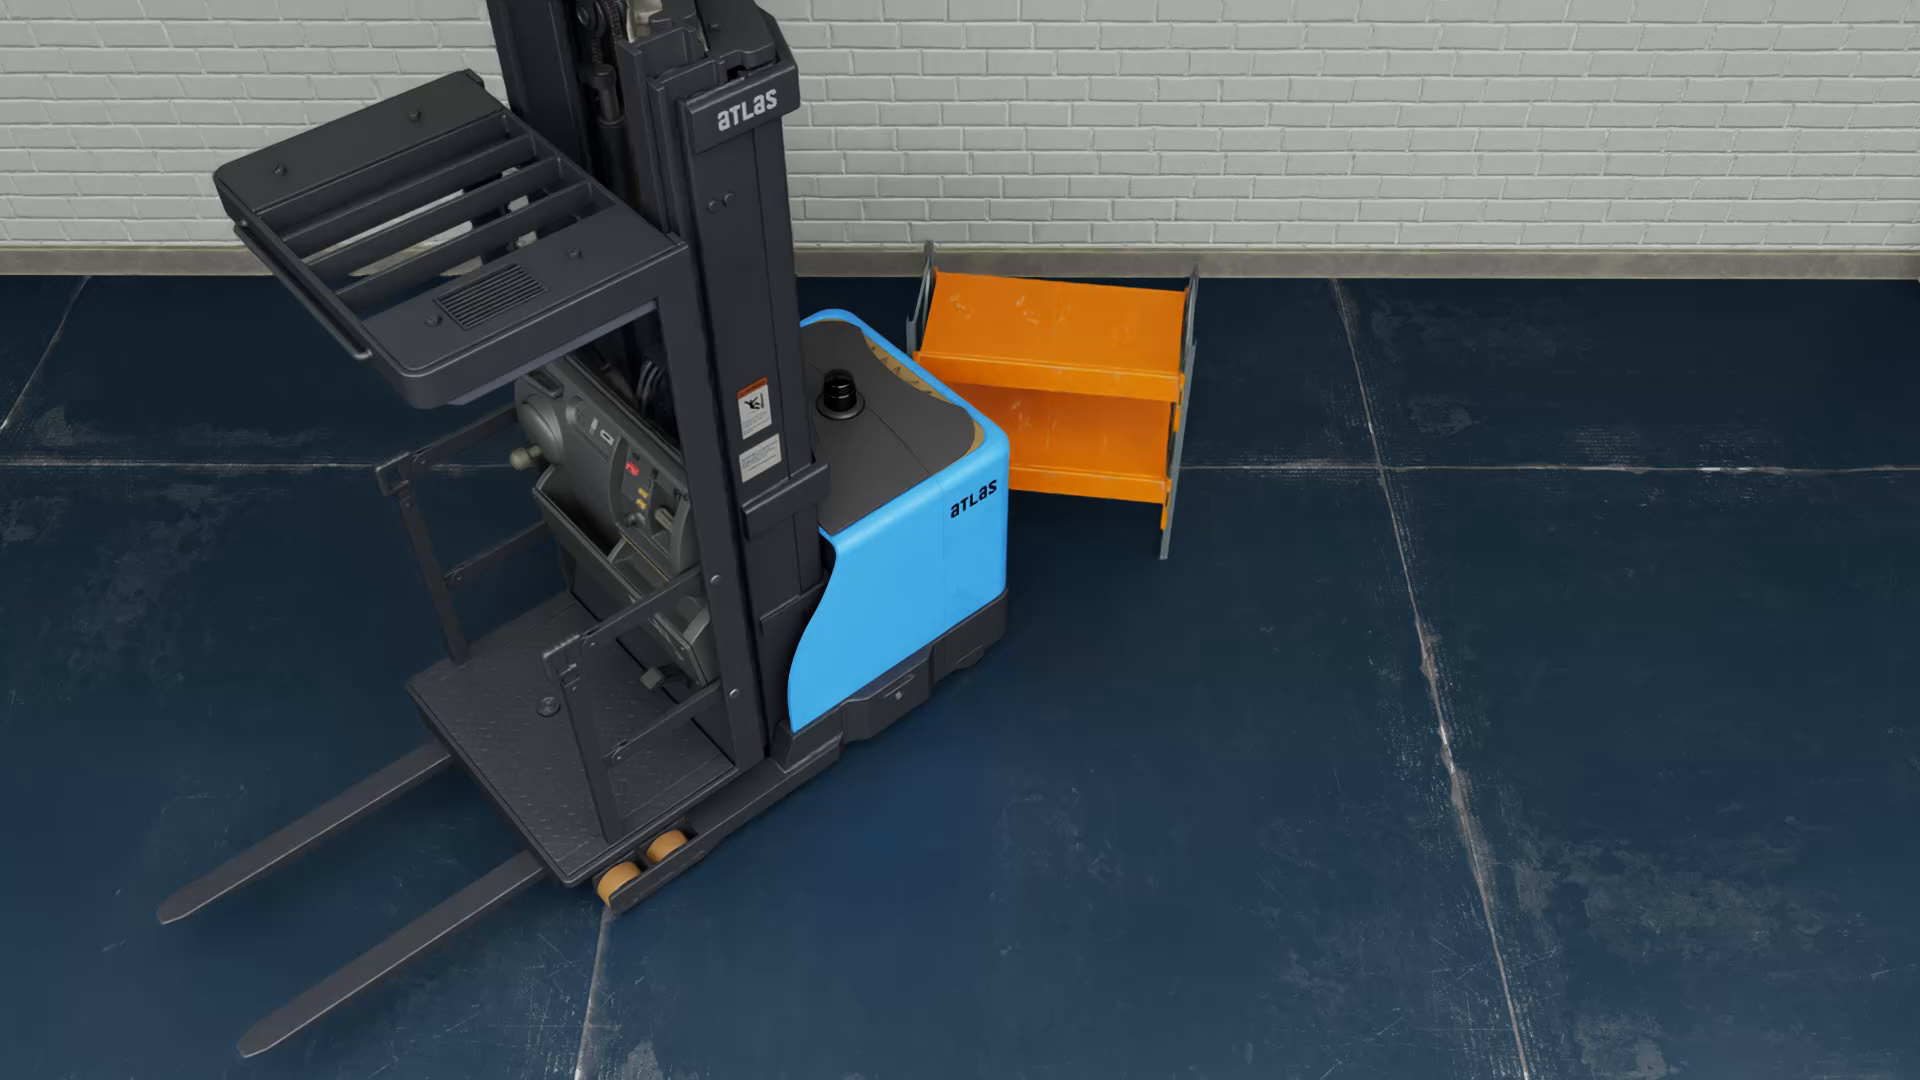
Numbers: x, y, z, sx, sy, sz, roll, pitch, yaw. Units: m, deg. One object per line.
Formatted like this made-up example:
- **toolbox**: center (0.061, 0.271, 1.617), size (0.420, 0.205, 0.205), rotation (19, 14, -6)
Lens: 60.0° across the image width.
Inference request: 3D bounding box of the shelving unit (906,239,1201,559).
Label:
- **shelving unit**: center (0.355, -0.536, 6.561), size (1.048, 1.125, 0.538), rotation (5, 47, 5)

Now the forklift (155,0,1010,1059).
- **forklift**: center (-1.256, -0.180, 4.996), size (3.031, 2.935, 1.130), rotation (-33, 55, -27)

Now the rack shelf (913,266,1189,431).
- **rack shelf**: center (0.355, -0.736, 6.347), size (1.000, 0.278, 0.538), rotation (5, 47, 5)

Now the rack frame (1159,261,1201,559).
- **rack frame**: center (0.859, -0.488, 6.516), size (0.032, 1.125, 0.500), rotation (5, 47, 5)

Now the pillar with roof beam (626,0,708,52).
- **pillar with roof beam**: center (-1.211, -1.099, 1.706), size (0.400, 9.000, 9.100), rotation (0, 47, 0)

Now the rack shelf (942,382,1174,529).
- **rack shelf**: center (0.355, -0.370, 6.740), size (1.000, 0.278, 0.538), rotation (5, 47, 5)

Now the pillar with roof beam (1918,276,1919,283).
- **pillar with roof beam**: center (4.789, -1.082, 1.690), size (0.400, 9.000, 9.100), rotation (0, 47, 0)

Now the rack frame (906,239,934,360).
- **rack frame**: center (-0.149, -0.585, 6.607), size (0.032, 1.125, 0.500), rotation (5, 47, 5)
